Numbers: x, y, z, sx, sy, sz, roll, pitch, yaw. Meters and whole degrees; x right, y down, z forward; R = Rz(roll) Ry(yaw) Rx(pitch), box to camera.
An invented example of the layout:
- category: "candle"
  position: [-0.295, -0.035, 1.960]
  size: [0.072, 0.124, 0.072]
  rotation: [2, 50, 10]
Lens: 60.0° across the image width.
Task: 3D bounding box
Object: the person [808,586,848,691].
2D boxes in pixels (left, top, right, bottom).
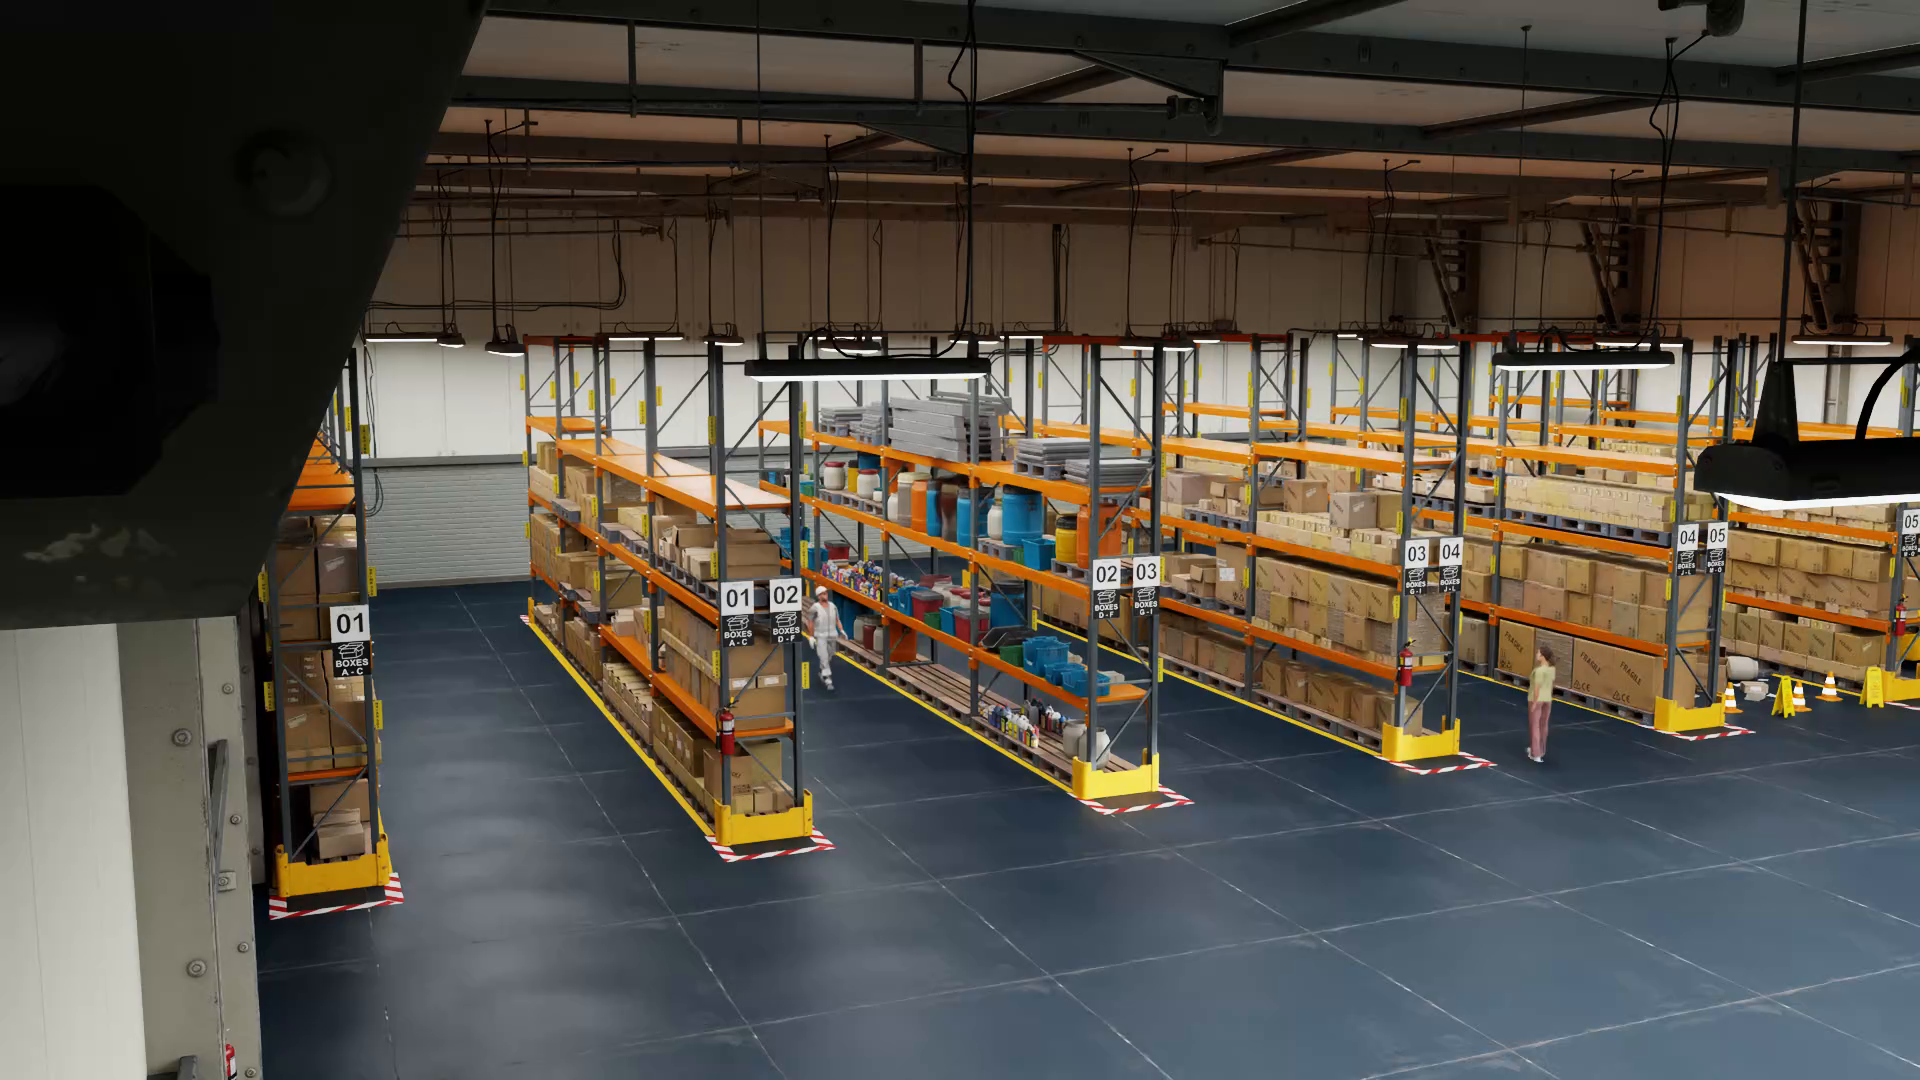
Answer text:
- category: "person"
  position: [-2.247, 1.656, 28.299]
  size: [0.614, 1.720, 1.059]
  rotation: [-3, 8, -24]

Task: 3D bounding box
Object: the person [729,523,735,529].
- category: "person"
  position: [-5.115, 0.490, 37.432]
  size: [0.432, 1.781, 0.605]
  rotation: [3, 8, 24]

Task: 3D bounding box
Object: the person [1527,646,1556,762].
- category: "person"
  position: [8.352, 2.326, 24.005]
  size: [0.419, 1.659, 0.565]
  rotation: [-2, 8, -12]
